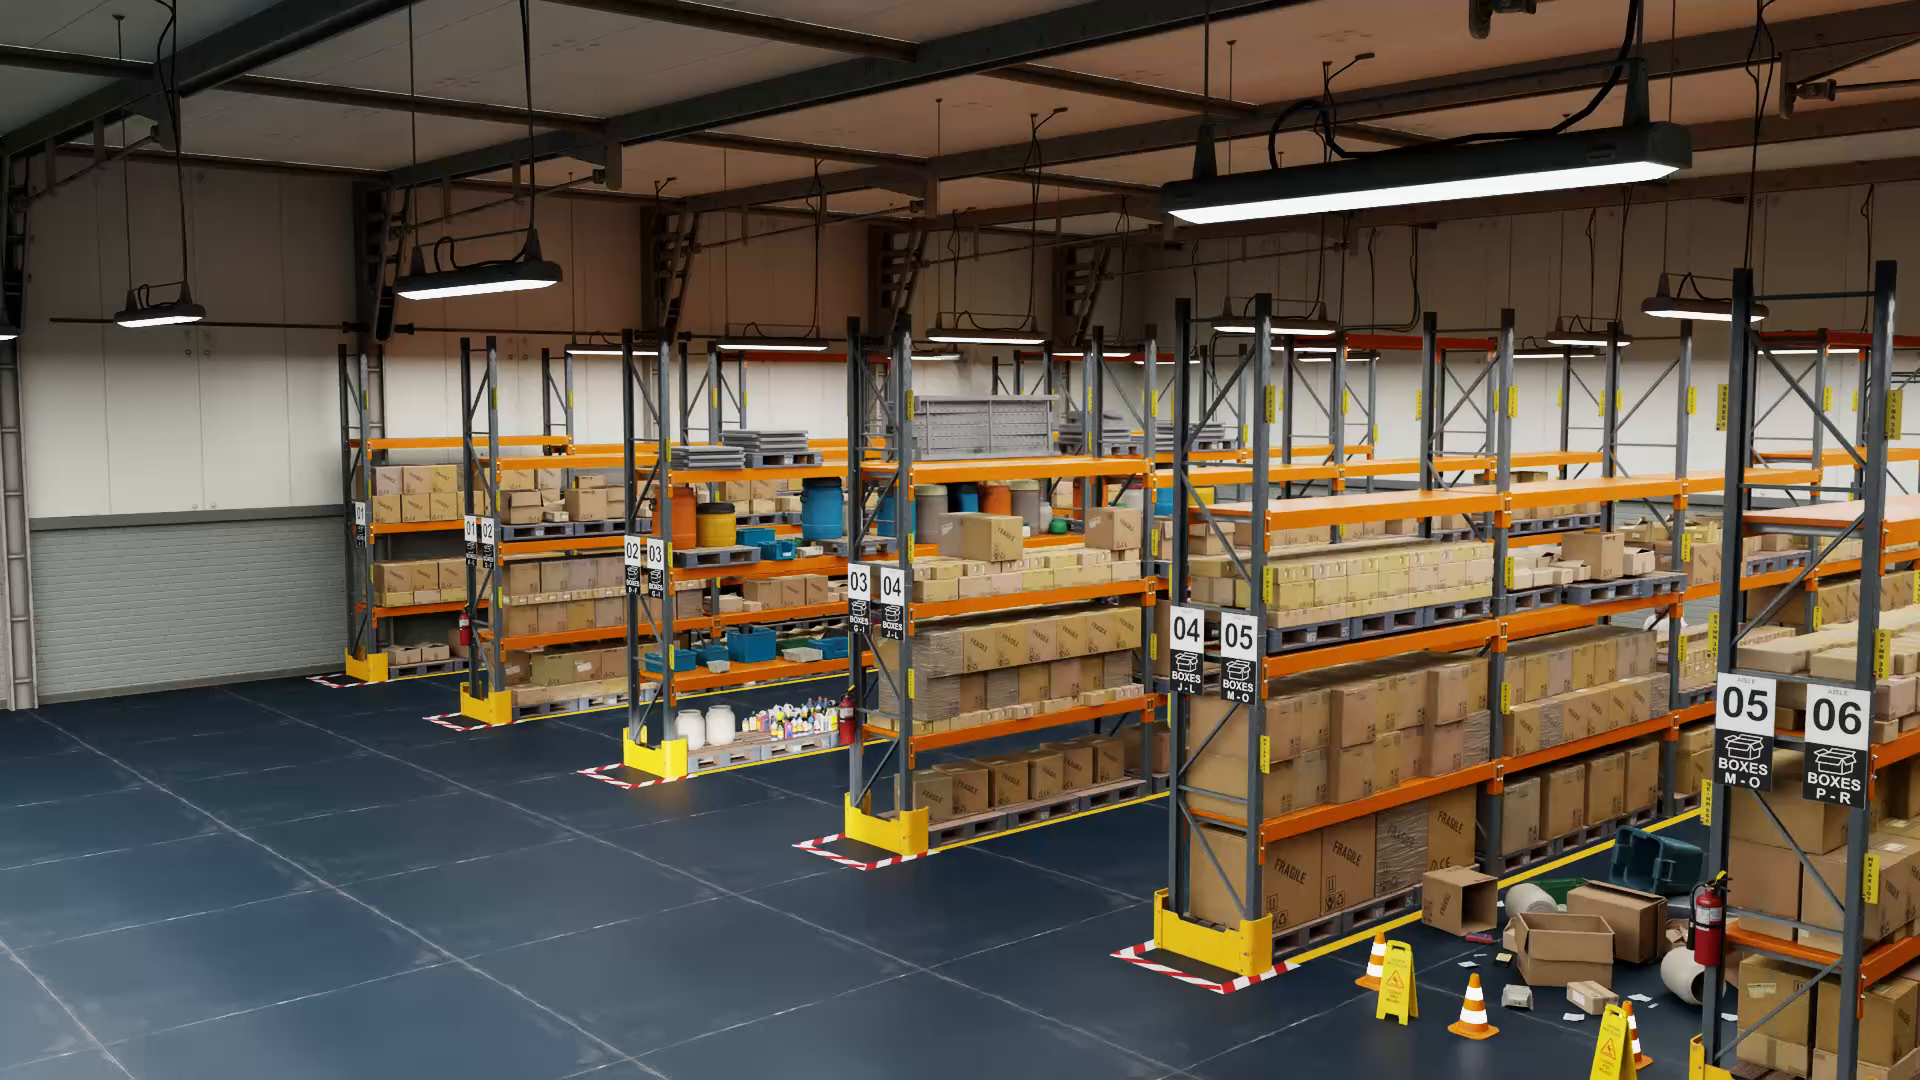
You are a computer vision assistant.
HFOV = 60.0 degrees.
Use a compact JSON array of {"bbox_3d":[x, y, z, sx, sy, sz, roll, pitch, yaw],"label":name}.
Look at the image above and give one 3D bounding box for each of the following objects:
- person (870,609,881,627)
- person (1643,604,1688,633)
[{"bbox_3d":[-1.794,1.302,33.806,0.678,1.653,0.808,5,7,42],"label":"person"},{"bbox_3d":[11.886,1.826,27.991,0.816,1.682,0.698,3,6,34],"label":"person"}]
